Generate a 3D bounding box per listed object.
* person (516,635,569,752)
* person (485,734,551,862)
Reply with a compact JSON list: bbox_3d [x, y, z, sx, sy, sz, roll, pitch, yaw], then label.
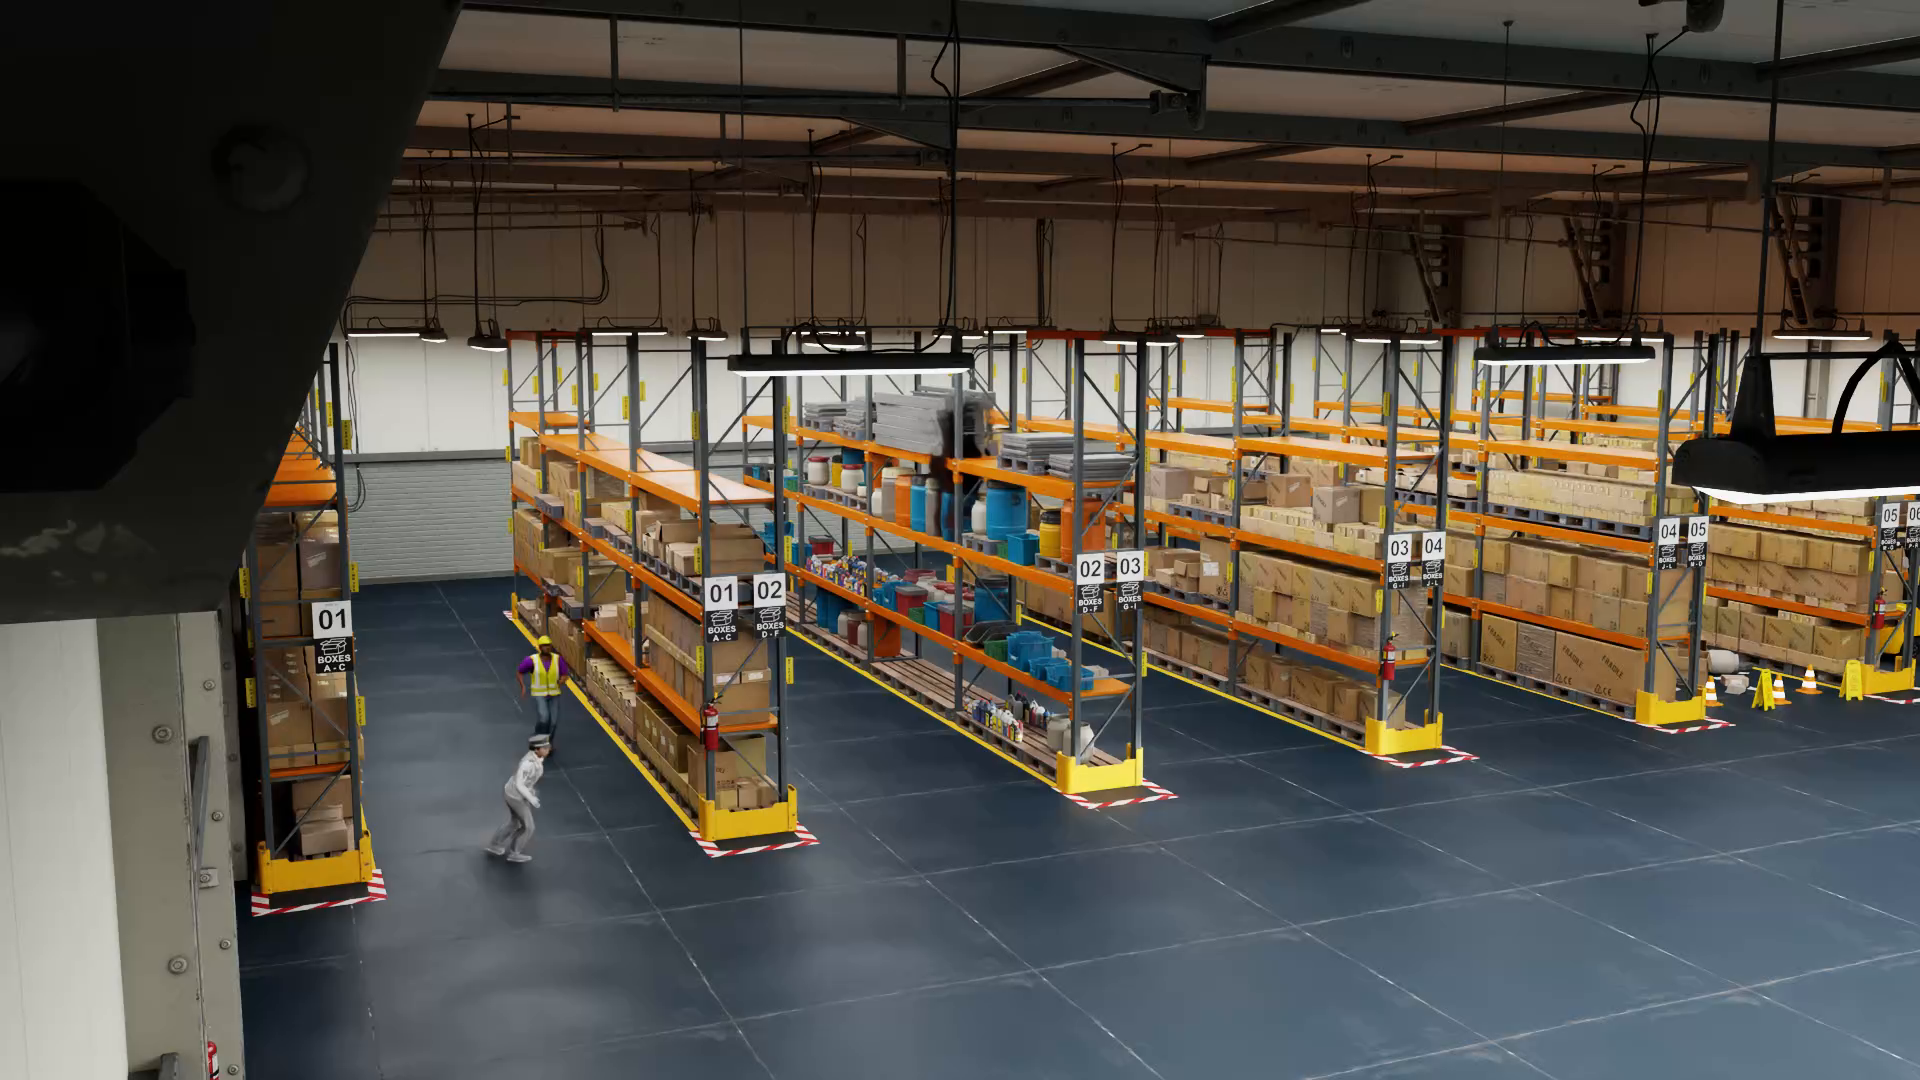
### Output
[{"bbox_3d":[-5.935,2.225,23.810,0.702,1.721,0.634,-4,9,-27],"label":"person"},{"bbox_3d":[-5.119,2.975,19.247,0.828,1.516,0.535,-1,8,-8],"label":"person"}]
